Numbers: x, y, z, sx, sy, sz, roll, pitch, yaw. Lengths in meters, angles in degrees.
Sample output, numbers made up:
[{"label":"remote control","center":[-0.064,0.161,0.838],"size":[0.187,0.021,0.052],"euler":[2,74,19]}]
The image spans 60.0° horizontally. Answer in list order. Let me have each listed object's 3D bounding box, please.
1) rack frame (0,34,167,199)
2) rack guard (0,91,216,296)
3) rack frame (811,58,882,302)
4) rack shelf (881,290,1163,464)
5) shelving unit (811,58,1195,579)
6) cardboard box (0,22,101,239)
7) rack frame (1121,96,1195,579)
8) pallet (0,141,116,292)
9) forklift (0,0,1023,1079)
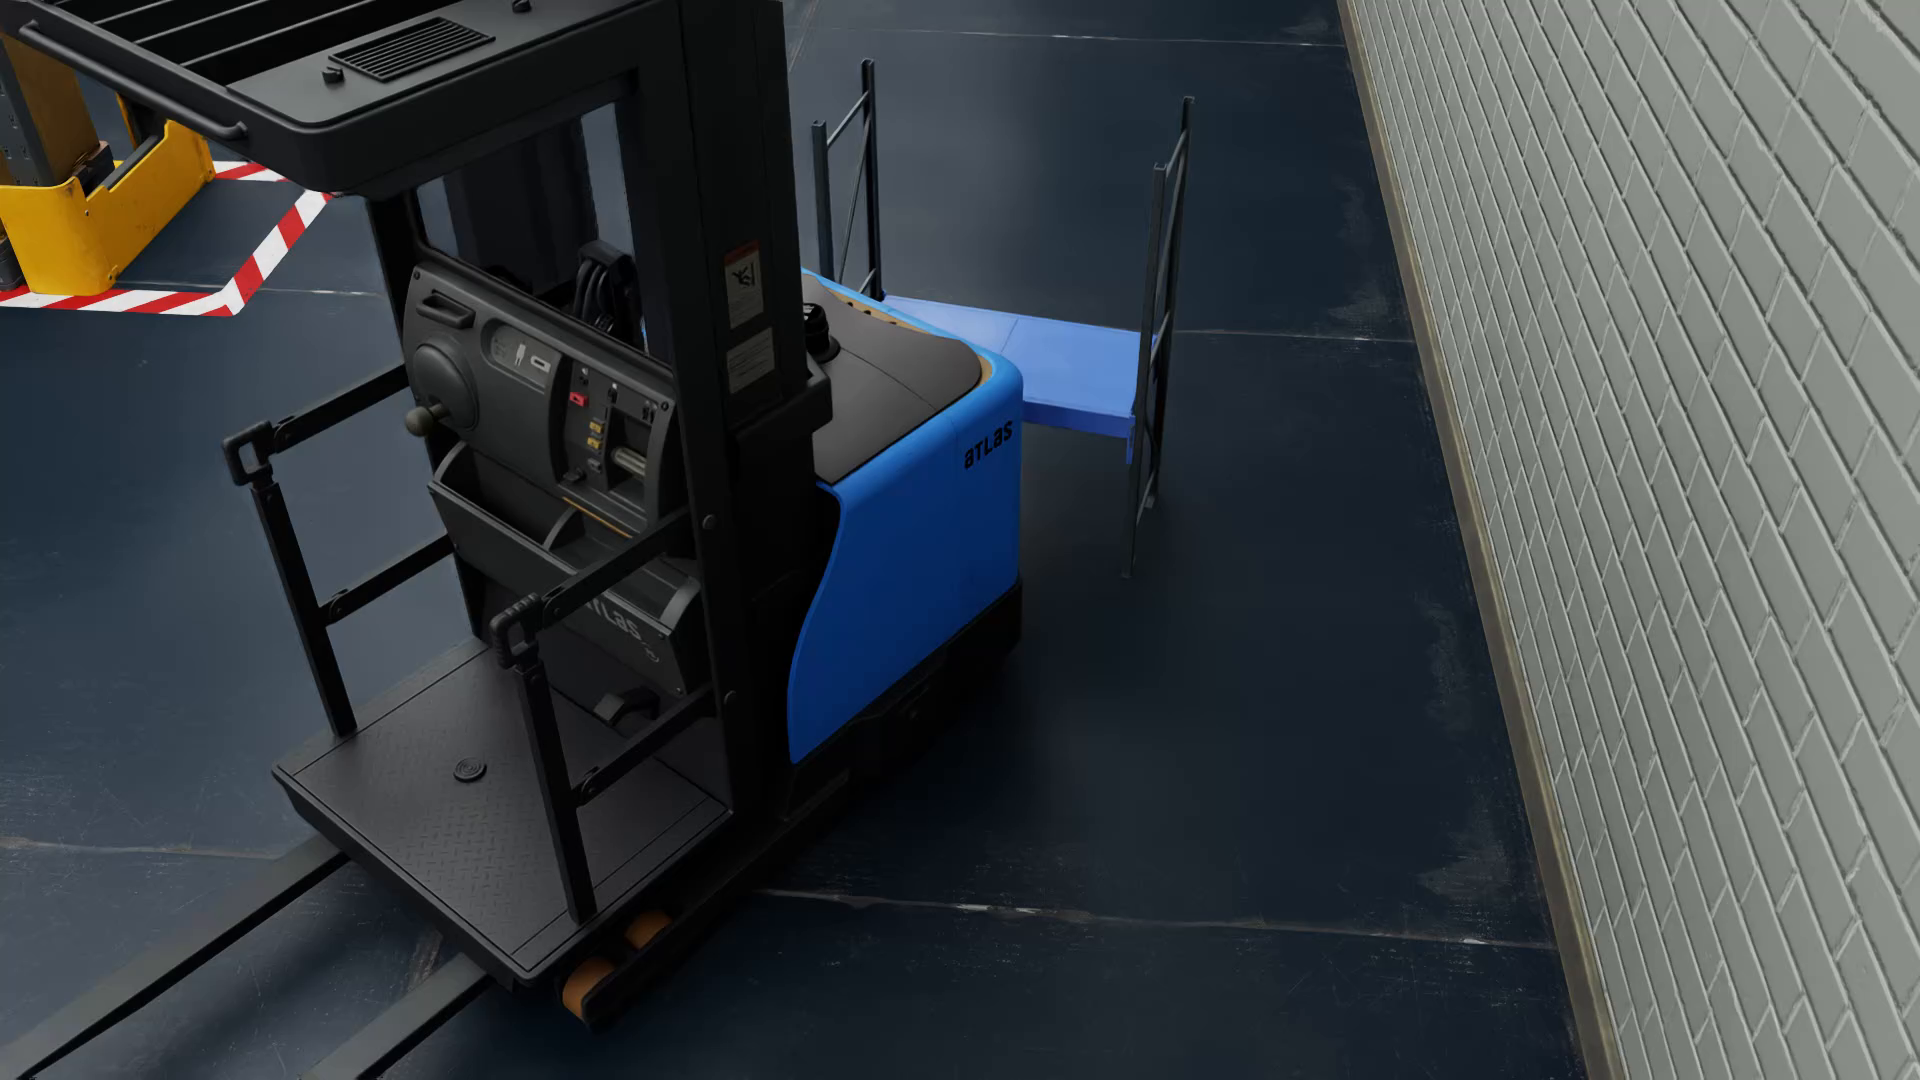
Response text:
[{"label":"rack frame","center":[-3.761,-2.566,6.526],"size":[0.127,3.000,1.000],"euler":[3,39,4]},{"label":"rack guard","center":[-3.737,-1.595,7.313],"size":[0.348,0.500,1.175],"euler":[3,39,4]},{"label":"rack frame","center":[-0.353,-0.782,5.523],"size":[0.032,1.500,0.500],"euler":[10,40,12]},{"label":"rack shelf","center":[0.136,-0.554,5.528],"size":[1.000,0.185,0.538],"euler":[10,40,12]},{"label":"shelving unit","center":[0.136,-0.694,5.414],"size":[1.048,1.500,0.538],"euler":[10,40,12]},{"label":"cardboard box","center":[-4.406,-1.889,7.045],"size":[0.875,0.875,0.875],"euler":[3,39,4]},{"label":"rack frame","center":[0.625,-0.605,5.306],"size":[0.032,1.500,0.500],"euler":[10,40,12]},{"label":"pallet","center":[-4.565,-1.478,7.399],"size":[1.213,0.211,1.003],"euler":[3,39,4]},{"label":"forklift","center":[-1.131,-0.270,3.760],"size":[1.130,2.935,3.031],"euler":[27,47,30]}]
